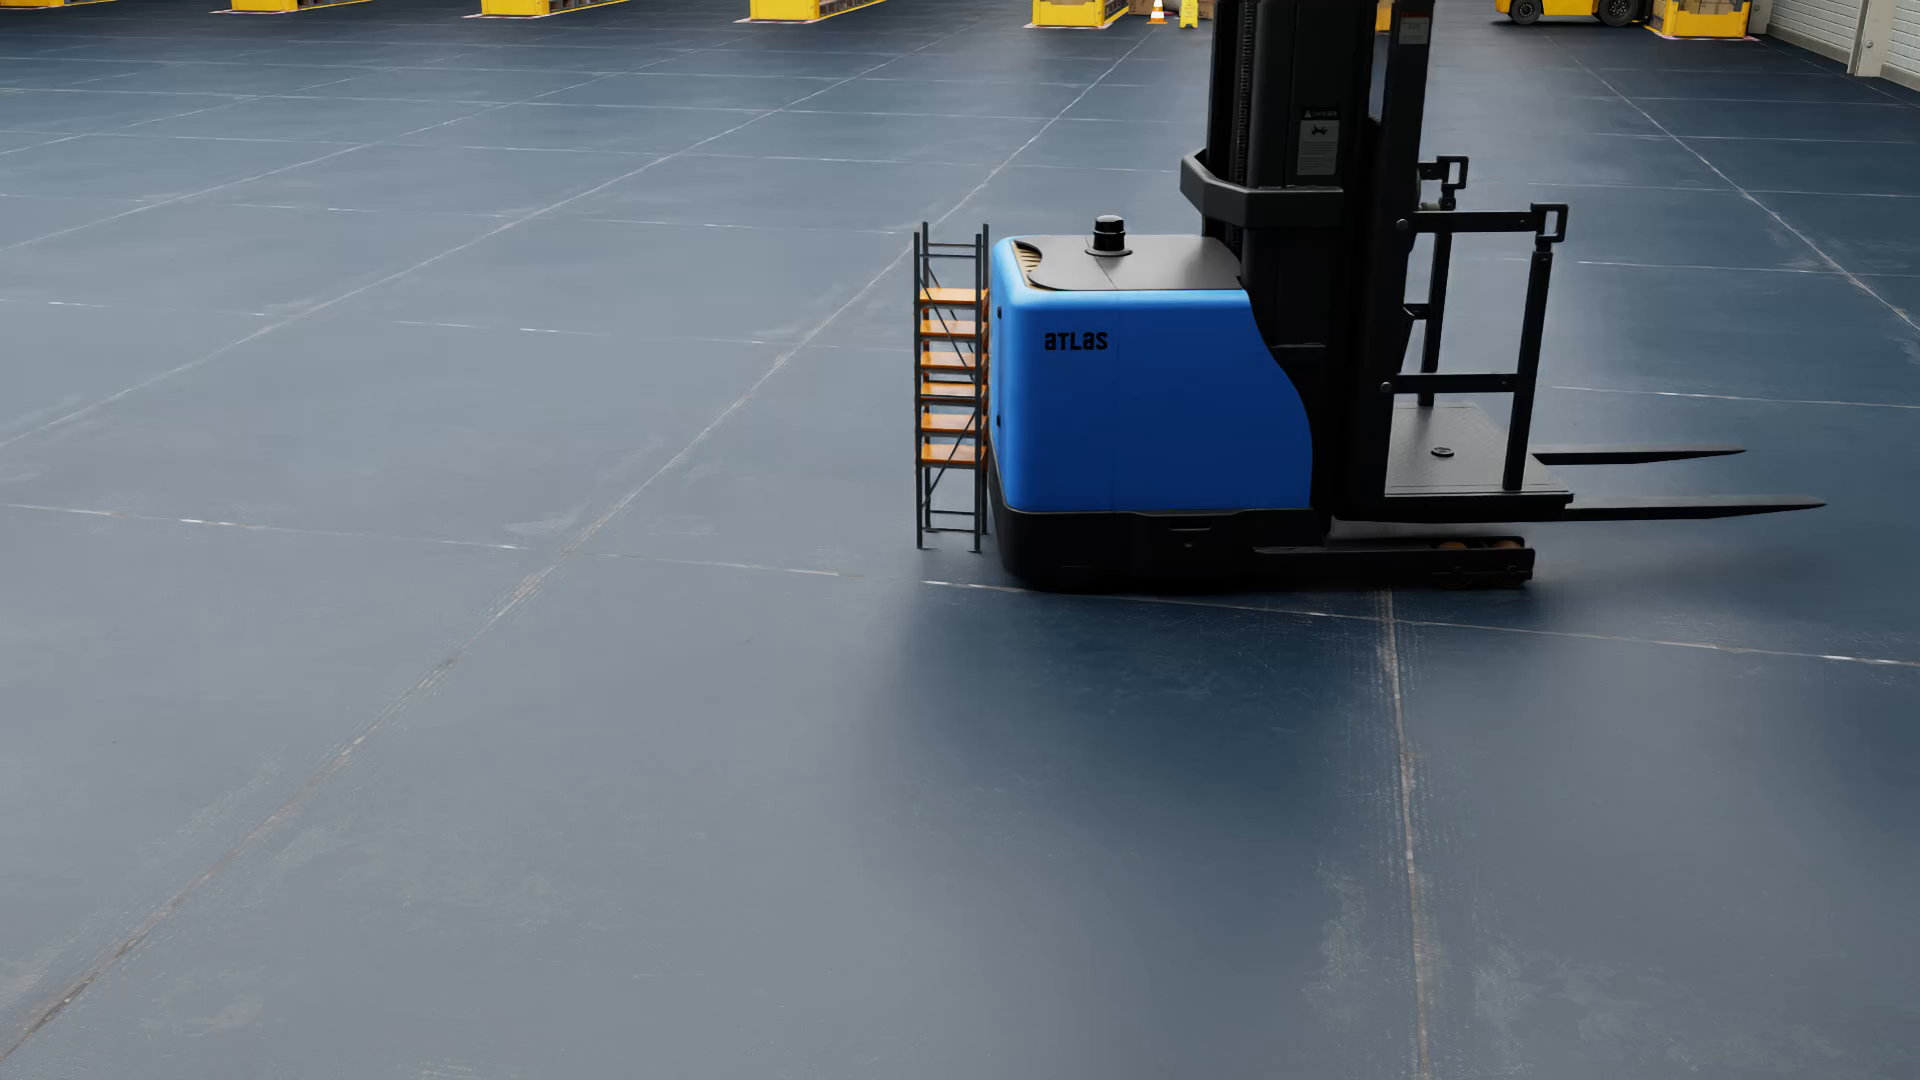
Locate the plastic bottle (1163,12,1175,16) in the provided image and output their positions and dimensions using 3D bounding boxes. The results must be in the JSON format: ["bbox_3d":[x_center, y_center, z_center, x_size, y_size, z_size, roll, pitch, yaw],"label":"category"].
[{"bbox_3d":[3.643,-9.278,29.309,0.283,0.061,0.133,-3,22,-8],"label":"plastic bottle"}]

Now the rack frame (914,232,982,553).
[{"bbox_3d":[-0.043,-0.515,6.027,0.240,1.200,0.006,3,22,8],"label":"rack frame"}]

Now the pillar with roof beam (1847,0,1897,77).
[{"bbox_3d":[7.114,-10.330,19.958,9.100,9.000,0.400,4,22,11],"label":"pillar with roof beam"}]

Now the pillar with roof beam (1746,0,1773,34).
[{"bbox_3d":[8.338,-12.525,25.406,9.100,9.000,0.400,4,22,11],"label":"pillar with roof beam"}]

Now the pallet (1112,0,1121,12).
[{"bbox_3d":[2.386,-9.842,30.509,1.003,0.211,1.213,4,22,11],"label":"pallet"}]

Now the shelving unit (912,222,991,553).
[{"bbox_3d":[-0.030,-0.549,6.111,0.258,1.200,0.189,3,22,8],"label":"shelving unit"}]

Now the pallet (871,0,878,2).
[{"bbox_3d":[-2.060,-10.814,32.923,1.003,0.211,1.213,4,22,11],"label":"pallet"}]

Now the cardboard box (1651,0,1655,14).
[{"bbox_3d":[11.536,-8.706,27.075,0.500,0.250,0.500,5,22,11],"label":"cardboard box"}]

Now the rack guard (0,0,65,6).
[{"bbox_3d":[-17.566,-10.361,31.411,1.175,0.500,0.348,4,22,11],"label":"rack guard"}]

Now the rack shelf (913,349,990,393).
[{"bbox_3d":[-0.030,-0.619,6.083,0.258,0.103,0.180,3,22,8],"label":"rack shelf"}]

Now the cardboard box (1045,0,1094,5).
[{"bbox_3d":[1.875,-9.407,27.979,0.875,0.875,0.875,5,22,11],"label":"cardboard box"}]

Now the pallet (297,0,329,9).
[{"bbox_3d":[-12.616,-10.106,31.164,1.003,0.211,1.213,4,22,11],"label":"pallet"}]

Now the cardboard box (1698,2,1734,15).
[{"bbox_3d":[11.819,-8.312,26.095,0.500,0.250,0.500,5,22,11],"label":"cardboard box"}]

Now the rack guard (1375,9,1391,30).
[{"bbox_3d":[6.683,-8.473,26.723,1.175,0.500,0.348,4,22,11],"label":"rack guard"}]

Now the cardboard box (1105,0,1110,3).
[{"bbox_3d":[2.240,-10.063,29.605,0.875,0.875,0.875,5,22,11],"label":"cardboard box"}]

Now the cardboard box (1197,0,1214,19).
[{"bbox_3d":[4.548,-9.282,28.727,0.797,0.503,0.637,-11,25,-26],"label":"cardboard box"}]

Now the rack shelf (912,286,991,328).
[{"bbox_3d":[-0.030,-0.842,5.993,0.258,0.103,0.180,3,22,8],"label":"rack shelf"}]

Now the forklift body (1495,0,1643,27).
[{"bbox_3d":[10.129,-9.667,27.476,2.313,2.155,1.214,4,22,11],"label":"forklift body"}]

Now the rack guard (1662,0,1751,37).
[{"bbox_3d":[11.523,-8.059,25.696,1.175,0.500,0.348,4,22,11],"label":"rack guard"}]

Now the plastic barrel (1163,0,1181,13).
[{"bbox_3d":[3.888,-9.681,29.825,0.421,0.421,0.512,-16,27,-35],"label":"plastic barrel"}]

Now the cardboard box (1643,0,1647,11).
[{"bbox_3d":[11.620,-8.898,27.550,0.500,0.250,0.500,5,23,13],"label":"cardboard box"}]

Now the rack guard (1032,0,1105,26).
[{"bbox_3d":[1.796,-8.777,27.477,1.175,0.500,0.348,4,22,11],"label":"rack guard"}]

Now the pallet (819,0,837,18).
[{"bbox_3d":[-2.818,-9.389,29.383,1.003,0.211,1.213,4,22,11],"label":"pallet"}]

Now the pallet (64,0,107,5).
[{"bbox_3d":[-17.365,-10.522,32.196,1.003,0.211,1.213,4,22,11],"label":"pallet"}]

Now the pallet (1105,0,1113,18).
[{"bbox_3d":[2.139,-9.395,29.398,1.003,0.211,1.213,4,22,11],"label":"pallet"}]

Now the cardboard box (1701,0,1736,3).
[{"bbox_3d":[11.827,-8.535,25.980,0.500,0.250,0.500,5,22,12],"label":"cardboard box"}]

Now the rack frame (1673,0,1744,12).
[{"bbox_3d":[11.528,-9.228,25.250,1.000,3.000,0.127,4,22,11],"label":"rack frame"}]

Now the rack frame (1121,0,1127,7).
[{"bbox_3d":[2.618,-11.408,30.664,1.000,3.000,0.127,4,22,11],"label":"rack frame"}]

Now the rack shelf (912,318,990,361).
[{"bbox_3d":[-0.030,-0.731,6.038,0.258,0.103,0.180,3,22,8],"label":"rack shelf"}]

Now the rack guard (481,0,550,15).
[{"bbox_3d":[-7.913,-9.610,29.545,1.175,0.500,0.348,4,22,11],"label":"rack guard"}]

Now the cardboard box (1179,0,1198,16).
[{"bbox_3d":[4.070,-9.371,29.265,0.396,0.266,0.258,8,23,20],"label":"cardboard box"}]

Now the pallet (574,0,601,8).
[{"bbox_3d":[-7.491,-10.217,31.440,1.003,0.211,1.213,4,22,11],"label":"pallet"}]

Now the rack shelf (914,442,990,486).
[{"bbox_3d":[-0.029,-0.285,6.217,0.258,0.103,0.180,3,22,8],"label":"rack shelf"}]

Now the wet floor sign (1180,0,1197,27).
[{"bbox_3d":[3.734,-8.691,27.071,0.267,0.644,0.232,1,22,2],"label":"wet floor sign"}]

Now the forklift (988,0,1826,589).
[{"bbox_3d":[1.646,-1.382,5.863,3.031,2.935,1.130,-1,22,-3],"label":"forklift"}]

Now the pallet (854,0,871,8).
[{"bbox_3d":[-2.320,-10.281,31.599,1.003,0.211,1.213,4,22,11],"label":"pallet"}]

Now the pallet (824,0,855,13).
[{"bbox_3d":[-2.567,-9.834,30.488,1.003,0.211,1.213,4,22,11],"label":"pallet"}]

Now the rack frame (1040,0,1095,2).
[{"bbox_3d":[1.801,-9.945,27.032,1.000,3.000,0.127,4,22,11],"label":"rack frame"}]

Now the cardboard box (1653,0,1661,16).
[{"bbox_3d":[11.425,-8.524,26.622,0.500,0.250,0.500,4,22,11],"label":"cardboard box"}]

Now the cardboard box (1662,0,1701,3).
[{"bbox_3d":[11.321,-8.581,26.093,0.500,0.250,0.500,4,22,10],"label":"cardboard box"}]

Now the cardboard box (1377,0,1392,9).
[{"bbox_3d":[7.103,-8.798,27.302,0.500,0.250,0.500,4,22,10],"label":"cardboard box"}]

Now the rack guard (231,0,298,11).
[{"bbox_3d":[-12.736,-9.948,30.386,1.175,0.500,0.348,4,22,11],"label":"rack guard"}]

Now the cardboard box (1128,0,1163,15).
[{"bbox_3d":[3.305,-9.604,29.527,0.500,0.500,0.500,8,23,20],"label":"cardboard box"}]

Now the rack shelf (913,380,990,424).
[{"bbox_3d":[-0.030,-0.508,6.127,0.258,0.103,0.180,3,22,8],"label":"rack shelf"}]

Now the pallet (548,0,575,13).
[{"bbox_3d":[-7.742,-9.772,30.335,1.003,0.211,1.213,4,22,11],"label":"pallet"}]

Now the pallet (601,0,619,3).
[{"bbox_3d":[-7.244,-10.665,32.551,1.003,0.211,1.213,4,22,11],"label":"pallet"}]

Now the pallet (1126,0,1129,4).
[{"bbox_3d":[2.701,-10.402,31.900,1.003,0.211,1.213,4,22,11],"label":"pallet"}]

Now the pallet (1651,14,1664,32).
[{"bbox_3d":[11.643,-8.217,26.474,1.003,0.211,1.213,4,22,11],"label":"pallet"}]

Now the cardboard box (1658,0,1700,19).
[{"bbox_3d":[11.314,-8.343,26.172,0.500,0.250,0.500,5,22,11],"label":"cardboard box"}]

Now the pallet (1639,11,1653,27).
[{"bbox_3d":[11.894,-8.662,27.578,1.003,0.211,1.213,4,22,11],"label":"pallet"}]

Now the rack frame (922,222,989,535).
[{"bbox_3d":[-0.016,-0.583,6.195,0.240,1.200,0.006,3,22,8],"label":"rack frame"}]

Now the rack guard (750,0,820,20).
[{"bbox_3d":[-3.018,-9.228,28.598,1.175,0.500,0.348,4,22,11],"label":"rack guard"}]

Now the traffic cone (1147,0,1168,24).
[{"bbox_3d":[3.300,-8.854,27.719,0.336,0.463,0.334,4,22,11],"label":"traffic cone"}]

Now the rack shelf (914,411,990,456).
[{"bbox_3d":[-0.030,-0.397,6.172,0.258,0.103,0.180,3,22,8],"label":"rack shelf"}]

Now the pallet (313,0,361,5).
[{"bbox_3d":[-12.365,-10.551,32.269,1.003,0.211,1.213,4,22,11],"label":"pallet"}]
